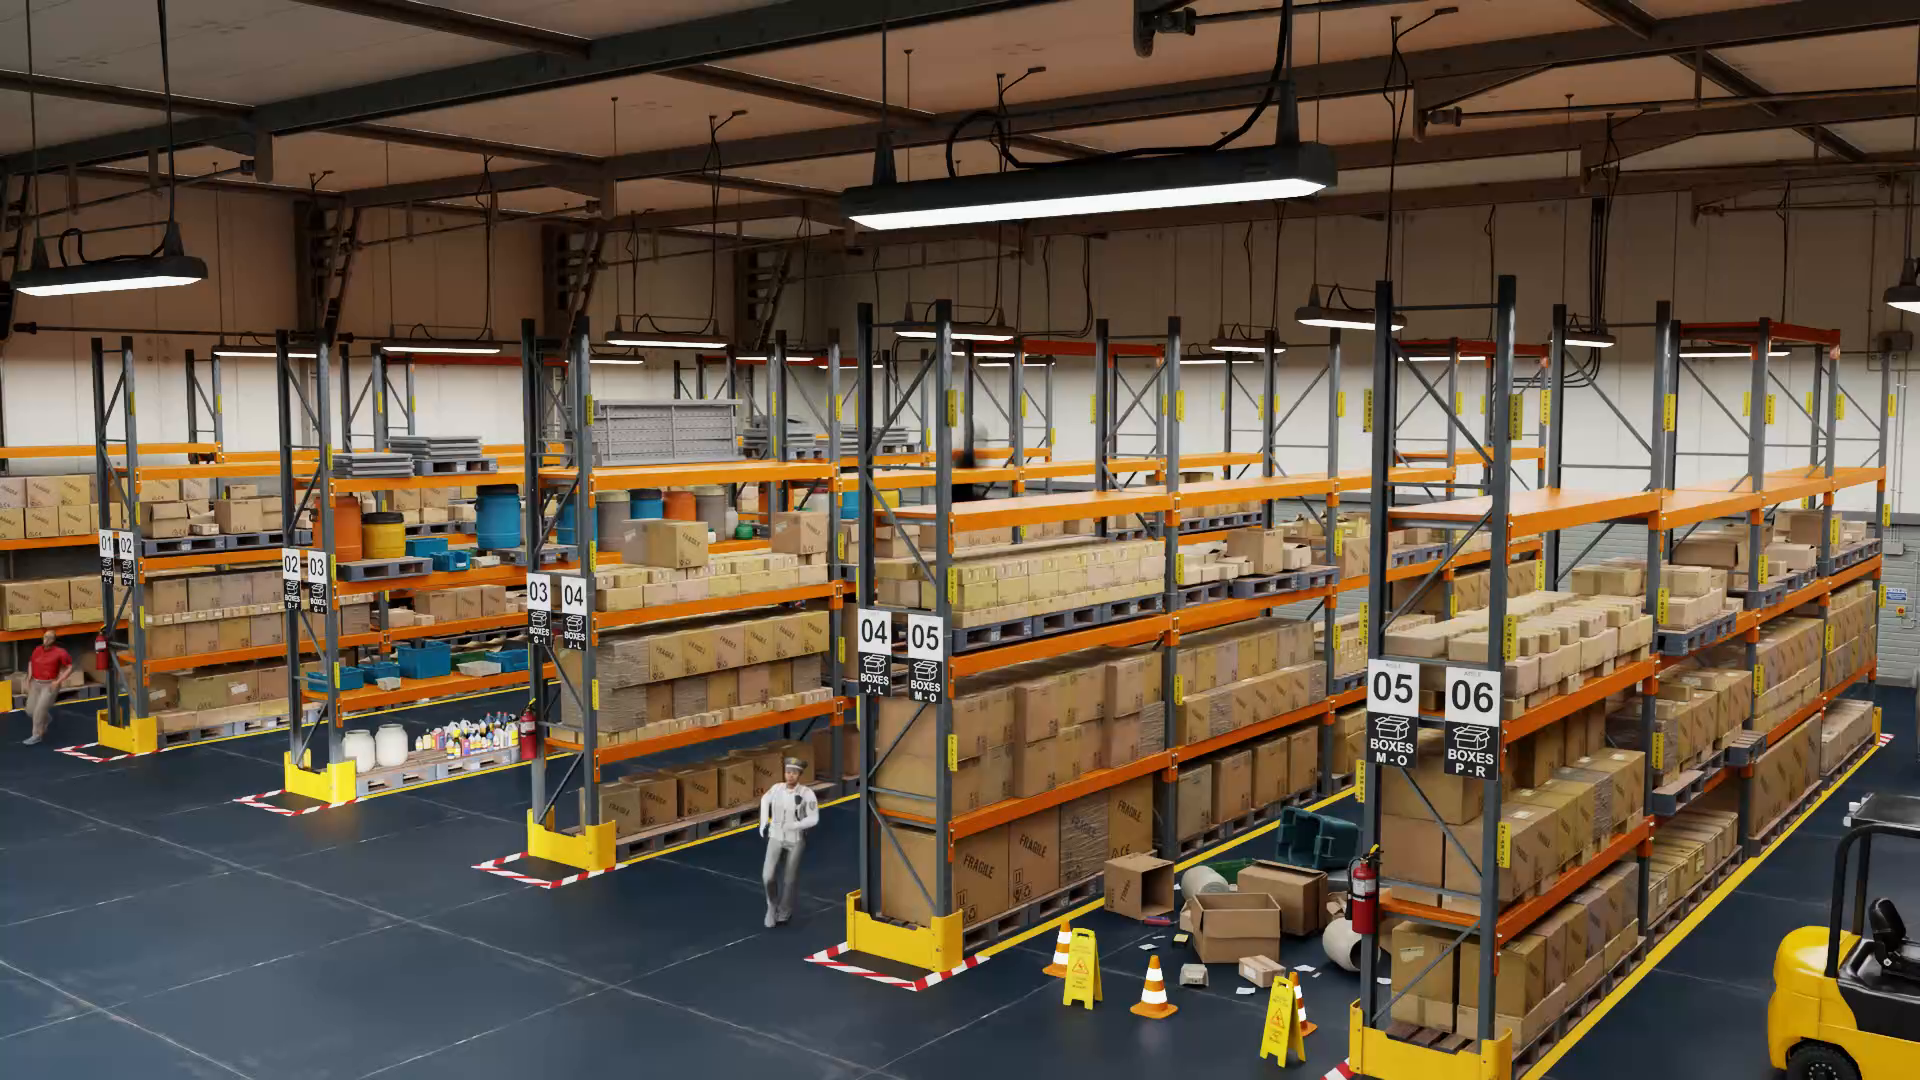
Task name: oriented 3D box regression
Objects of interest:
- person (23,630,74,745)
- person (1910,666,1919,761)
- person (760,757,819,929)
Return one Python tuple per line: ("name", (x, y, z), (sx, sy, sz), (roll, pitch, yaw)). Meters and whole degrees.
("person", (-13.587, 2.176, 24.820), (0.731, 1.681, 0.664), (0, 5, 5))
("person", (13.573, 2.350, 23.266), (0.505, 1.631, 0.717), (3, 6, 30))
("person", (-1.666, 2.936, 16.143), (0.615, 1.691, 0.577), (0, 5, 4))
